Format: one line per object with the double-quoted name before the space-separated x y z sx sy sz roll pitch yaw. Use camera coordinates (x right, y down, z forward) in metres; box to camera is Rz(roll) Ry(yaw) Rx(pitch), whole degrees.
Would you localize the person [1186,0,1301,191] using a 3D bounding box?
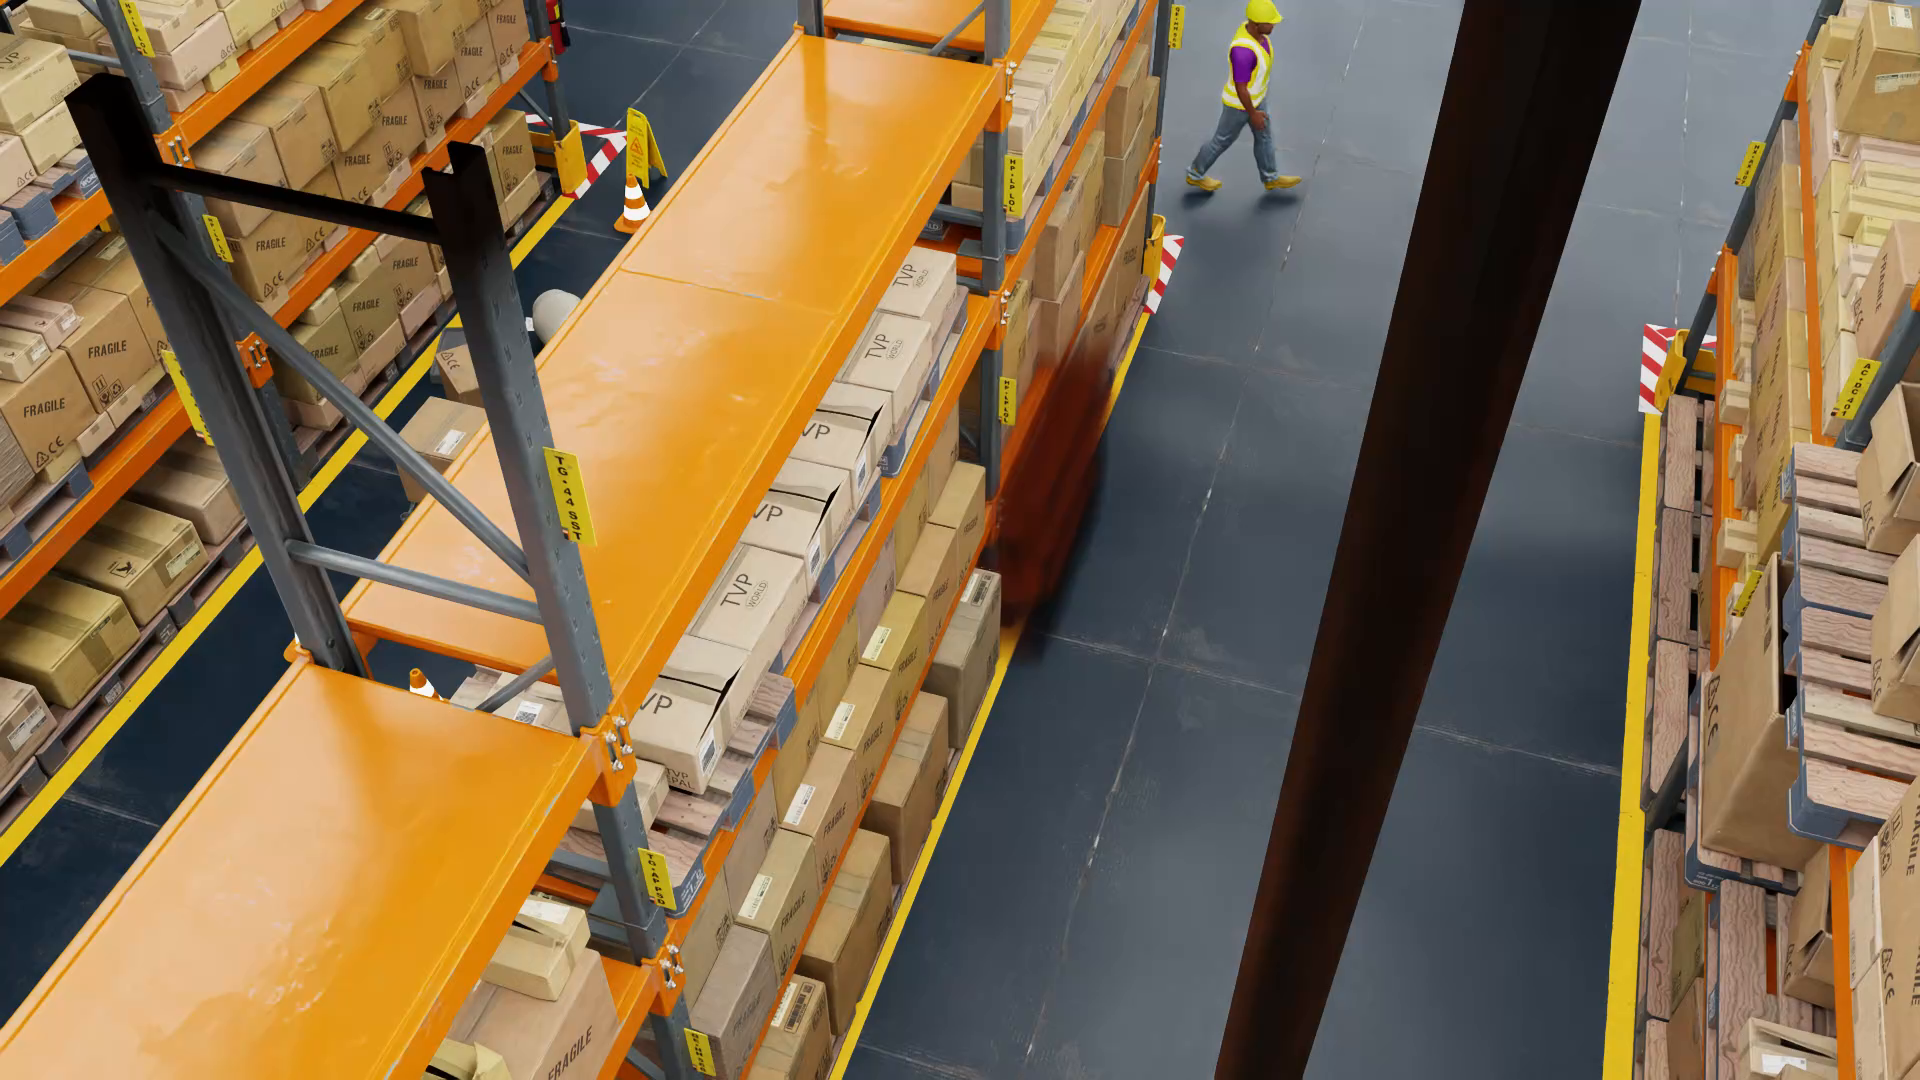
"person" 2.349 -3.539 13.382 0.909 1.742 0.568 20 49 19
